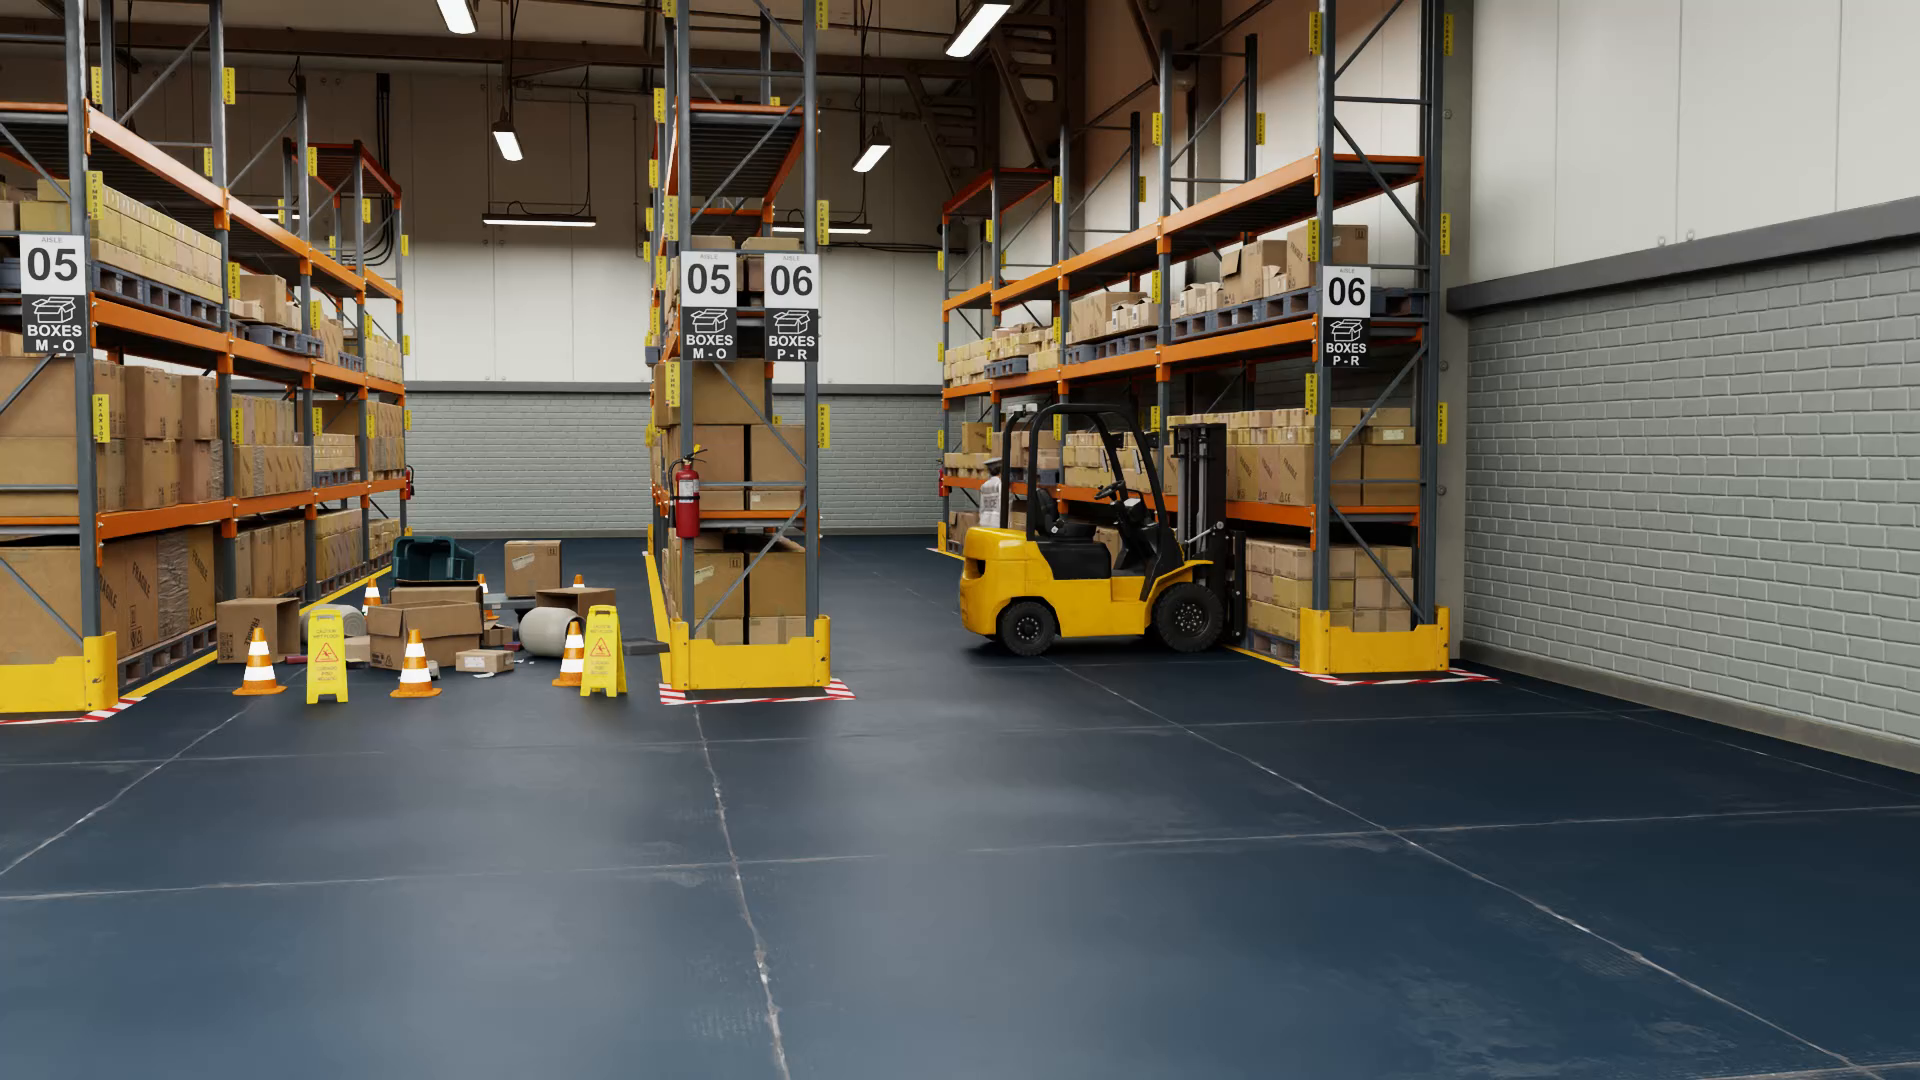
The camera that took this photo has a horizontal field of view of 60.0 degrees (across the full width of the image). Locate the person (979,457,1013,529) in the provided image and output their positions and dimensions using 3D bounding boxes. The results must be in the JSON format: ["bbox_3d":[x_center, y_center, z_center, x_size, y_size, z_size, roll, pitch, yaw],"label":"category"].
[{"bbox_3d":[0.330,-0.089,18.543,0.655,1.667,0.500,-2,4,-31],"label":"person"}]
